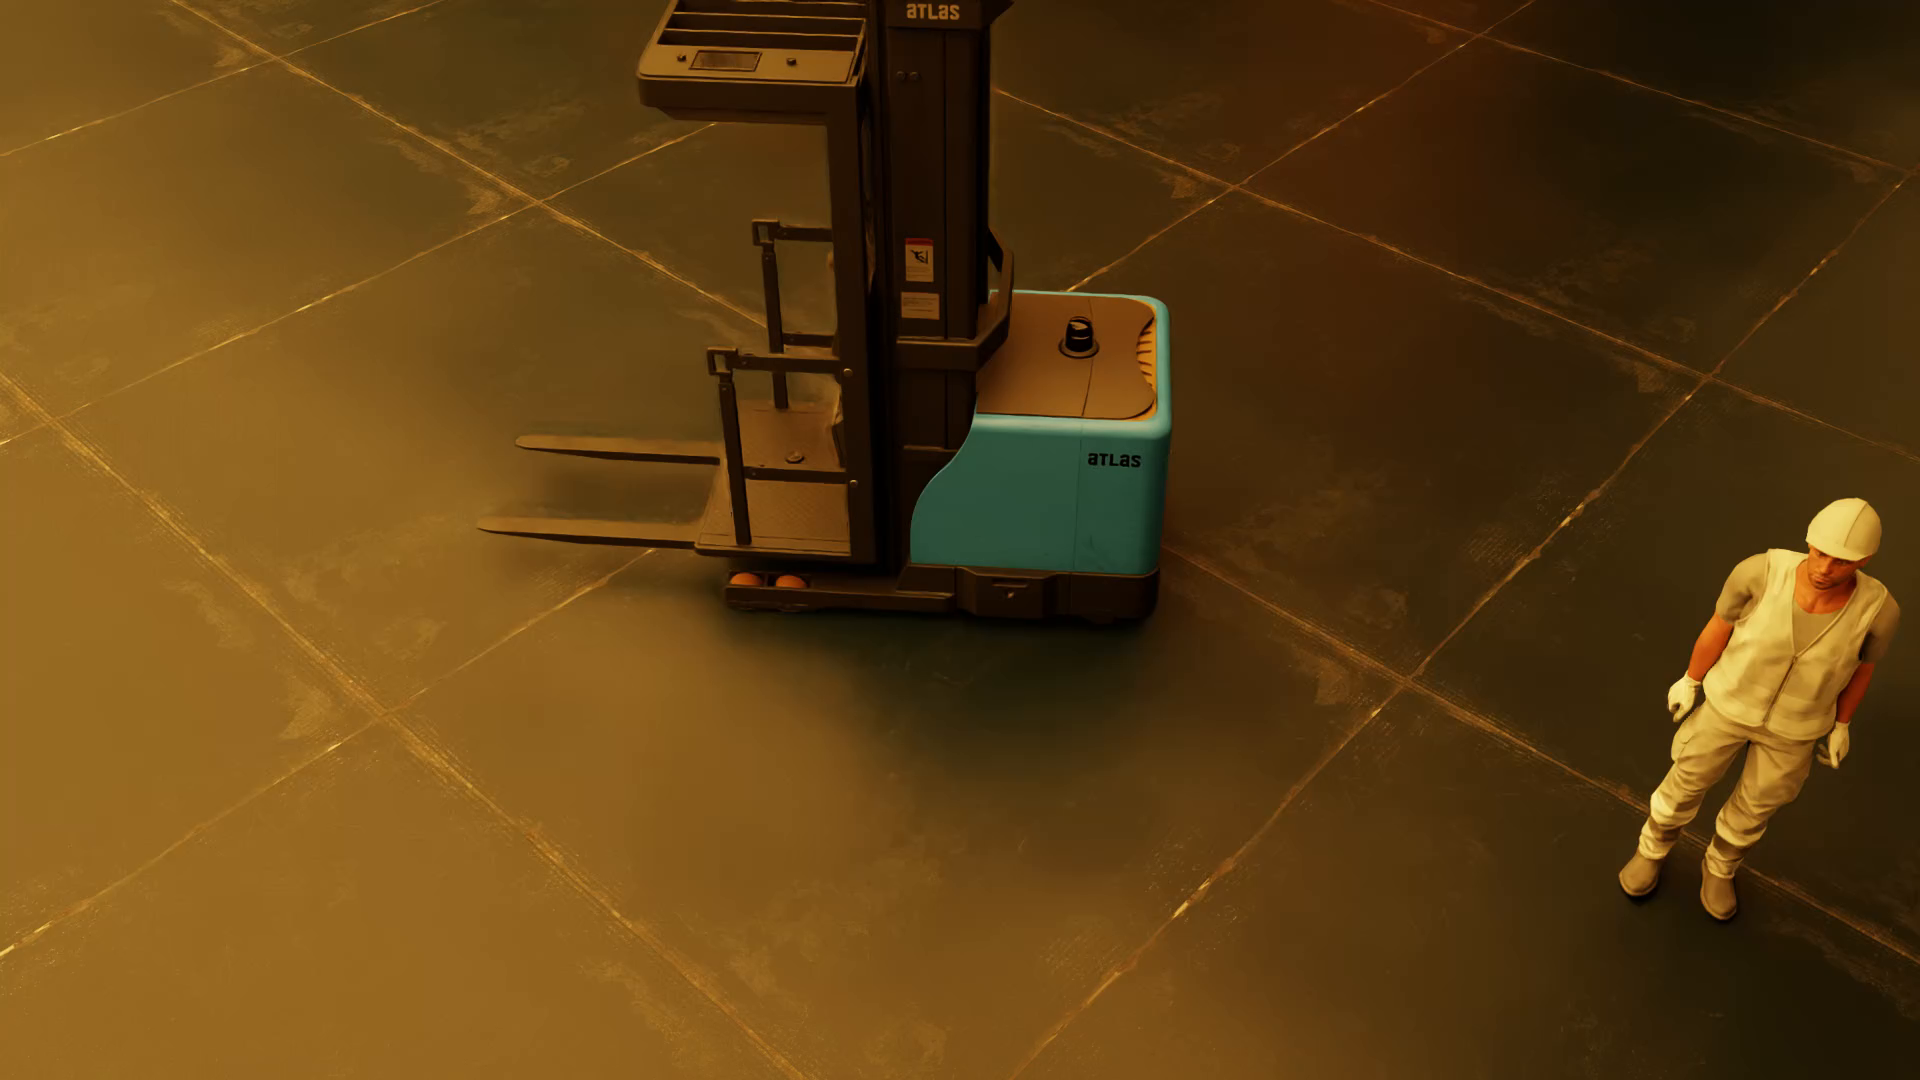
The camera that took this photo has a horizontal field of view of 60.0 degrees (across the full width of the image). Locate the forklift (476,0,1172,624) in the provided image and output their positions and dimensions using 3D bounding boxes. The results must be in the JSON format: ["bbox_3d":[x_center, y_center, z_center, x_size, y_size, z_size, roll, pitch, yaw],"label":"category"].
[{"bbox_3d":[-0.620,-1.134,6.750,3.031,2.935,1.130,3,41,4],"label":"forklift"}]

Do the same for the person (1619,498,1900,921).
[{"bbox_3d":[2.705,0.593,5.614,0.580,1.795,0.364,18,44,19],"label":"person"}]
